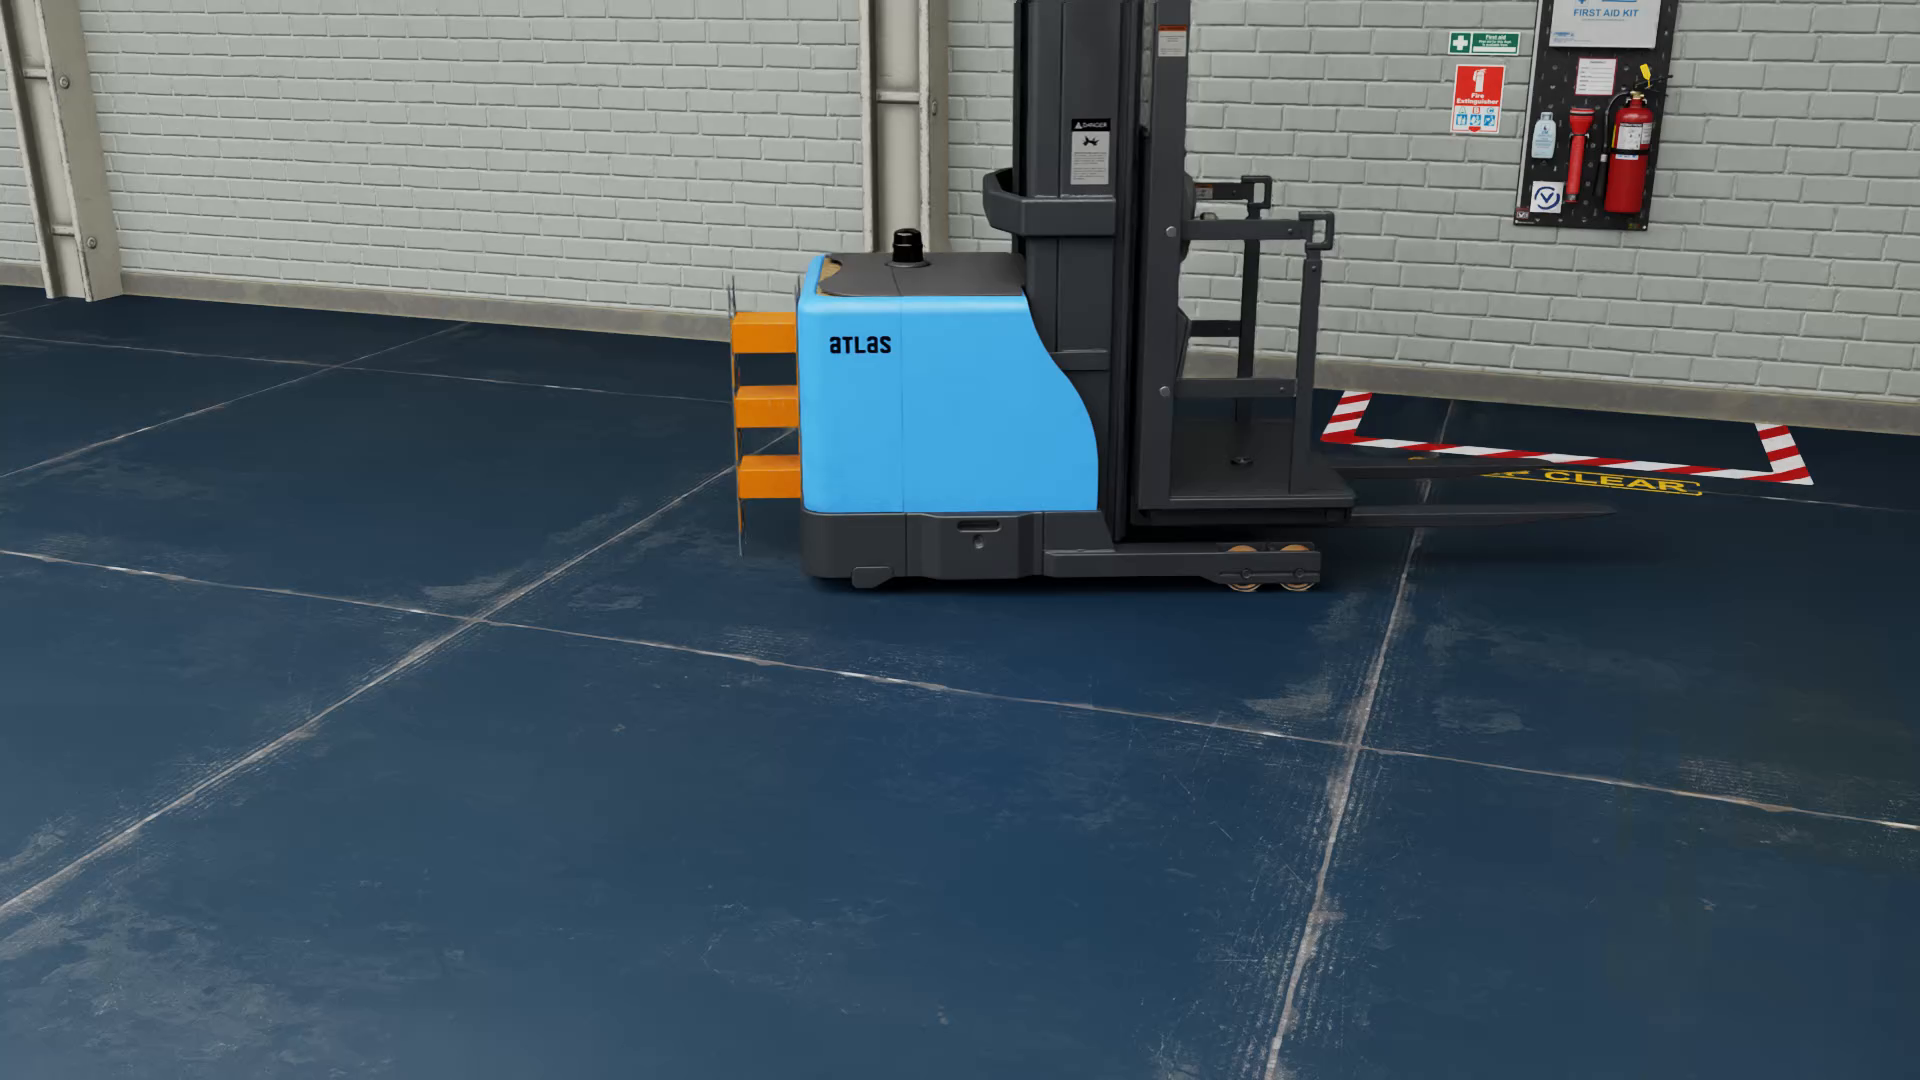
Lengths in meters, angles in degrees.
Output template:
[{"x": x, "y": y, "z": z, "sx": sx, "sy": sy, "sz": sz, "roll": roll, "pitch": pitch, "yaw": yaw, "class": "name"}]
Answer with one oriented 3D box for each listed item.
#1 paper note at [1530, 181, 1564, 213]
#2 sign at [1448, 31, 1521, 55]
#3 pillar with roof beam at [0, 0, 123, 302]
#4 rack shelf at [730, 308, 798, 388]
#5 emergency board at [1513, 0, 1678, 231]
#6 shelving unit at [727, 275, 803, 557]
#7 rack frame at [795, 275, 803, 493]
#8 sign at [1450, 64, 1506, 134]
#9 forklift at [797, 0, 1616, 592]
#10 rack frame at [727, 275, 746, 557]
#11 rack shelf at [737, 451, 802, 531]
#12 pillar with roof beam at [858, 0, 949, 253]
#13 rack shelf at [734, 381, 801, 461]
[{"x": 2.900, "y": -1.694, "z": 8.218, "sx": 0.142, "sy": 0.148, "sz": 0.016, "roll": 7, "pitch": 20, "yaw": 18, "class": "paper note"}, {"x": 2.558, "y": -2.425, "z": 8.118, "sx": 0.331, "sy": 0.109, "sz": 0.001, "roll": 7, "pitch": 20, "yaw": 18, "class": "sign"}, {"x": -7.381, "y": -4.581, "z": 6.048, "sx": 0.400, "sy": 9.000, "sz": 9.100, "roll": 7, "pitch": 20, "yaw": 18, "class": "pillar with roof beam"}, {"x": -0.724, "y": -0.722, "z": 6.222, "sx": 0.240, "sy": 0.259, "sz": 0.215, "roll": -1, "pitch": 19, "yaw": -2, "class": "rack shelf"}, {"x": 3.045, "y": -2.070, "z": 7.957, "sx": 0.643, "sy": 1.169, "sz": 0.194, "roll": 7, "pitch": 20, "yaw": 18, "class": "emergency board"}, {"x": -0.724, "y": -0.464, "z": 6.312, "sx": 0.252, "sy": 1.050, "sz": 0.215, "roll": -1, "pitch": 19, "yaw": -2, "class": "shelving unit"}, {"x": -0.602, "y": -0.465, "z": 6.316, "sx": 0.008, "sy": 1.050, "sz": 0.200, "roll": -1, "pitch": 19, "yaw": -2, "class": "rack frame"}, {"x": 2.556, "y": -2.178, "z": 8.214, "sx": 0.234, "sy": 0.329, "sz": 0.001, "roll": 7, "pitch": 20, "yaw": 18, "class": "sign"}, {"x": 0.923, "y": -1.369, "z": 6.051, "sx": 3.031, "sy": 2.935, "sz": 1.130, "roll": -1, "pitch": 19, "yaw": -2, "class": "forklift"}, {"x": -0.845, "y": -0.462, "z": 6.308, "sx": 0.008, "sy": 1.050, "sz": 0.200, "roll": -1, "pitch": 19, "yaw": -2, "class": "rack frame"}, {"x": -0.724, "y": -0.191, "z": 6.407, "sx": 0.240, "sy": 0.259, "sz": 0.215, "roll": -1, "pitch": 19, "yaw": -2, "class": "rack shelf"}, {"x": -1.714, "y": -3.933, "z": 4.189, "sx": 0.400, "sy": 9.000, "sz": 9.100, "roll": 7, "pitch": 20, "yaw": 18, "class": "pillar with roof beam"}, {"x": -0.724, "y": -0.454, "z": 6.315, "sx": 0.240, "sy": 0.259, "sz": 0.215, "roll": -1, "pitch": 19, "yaw": -2, "class": "rack shelf"}]
